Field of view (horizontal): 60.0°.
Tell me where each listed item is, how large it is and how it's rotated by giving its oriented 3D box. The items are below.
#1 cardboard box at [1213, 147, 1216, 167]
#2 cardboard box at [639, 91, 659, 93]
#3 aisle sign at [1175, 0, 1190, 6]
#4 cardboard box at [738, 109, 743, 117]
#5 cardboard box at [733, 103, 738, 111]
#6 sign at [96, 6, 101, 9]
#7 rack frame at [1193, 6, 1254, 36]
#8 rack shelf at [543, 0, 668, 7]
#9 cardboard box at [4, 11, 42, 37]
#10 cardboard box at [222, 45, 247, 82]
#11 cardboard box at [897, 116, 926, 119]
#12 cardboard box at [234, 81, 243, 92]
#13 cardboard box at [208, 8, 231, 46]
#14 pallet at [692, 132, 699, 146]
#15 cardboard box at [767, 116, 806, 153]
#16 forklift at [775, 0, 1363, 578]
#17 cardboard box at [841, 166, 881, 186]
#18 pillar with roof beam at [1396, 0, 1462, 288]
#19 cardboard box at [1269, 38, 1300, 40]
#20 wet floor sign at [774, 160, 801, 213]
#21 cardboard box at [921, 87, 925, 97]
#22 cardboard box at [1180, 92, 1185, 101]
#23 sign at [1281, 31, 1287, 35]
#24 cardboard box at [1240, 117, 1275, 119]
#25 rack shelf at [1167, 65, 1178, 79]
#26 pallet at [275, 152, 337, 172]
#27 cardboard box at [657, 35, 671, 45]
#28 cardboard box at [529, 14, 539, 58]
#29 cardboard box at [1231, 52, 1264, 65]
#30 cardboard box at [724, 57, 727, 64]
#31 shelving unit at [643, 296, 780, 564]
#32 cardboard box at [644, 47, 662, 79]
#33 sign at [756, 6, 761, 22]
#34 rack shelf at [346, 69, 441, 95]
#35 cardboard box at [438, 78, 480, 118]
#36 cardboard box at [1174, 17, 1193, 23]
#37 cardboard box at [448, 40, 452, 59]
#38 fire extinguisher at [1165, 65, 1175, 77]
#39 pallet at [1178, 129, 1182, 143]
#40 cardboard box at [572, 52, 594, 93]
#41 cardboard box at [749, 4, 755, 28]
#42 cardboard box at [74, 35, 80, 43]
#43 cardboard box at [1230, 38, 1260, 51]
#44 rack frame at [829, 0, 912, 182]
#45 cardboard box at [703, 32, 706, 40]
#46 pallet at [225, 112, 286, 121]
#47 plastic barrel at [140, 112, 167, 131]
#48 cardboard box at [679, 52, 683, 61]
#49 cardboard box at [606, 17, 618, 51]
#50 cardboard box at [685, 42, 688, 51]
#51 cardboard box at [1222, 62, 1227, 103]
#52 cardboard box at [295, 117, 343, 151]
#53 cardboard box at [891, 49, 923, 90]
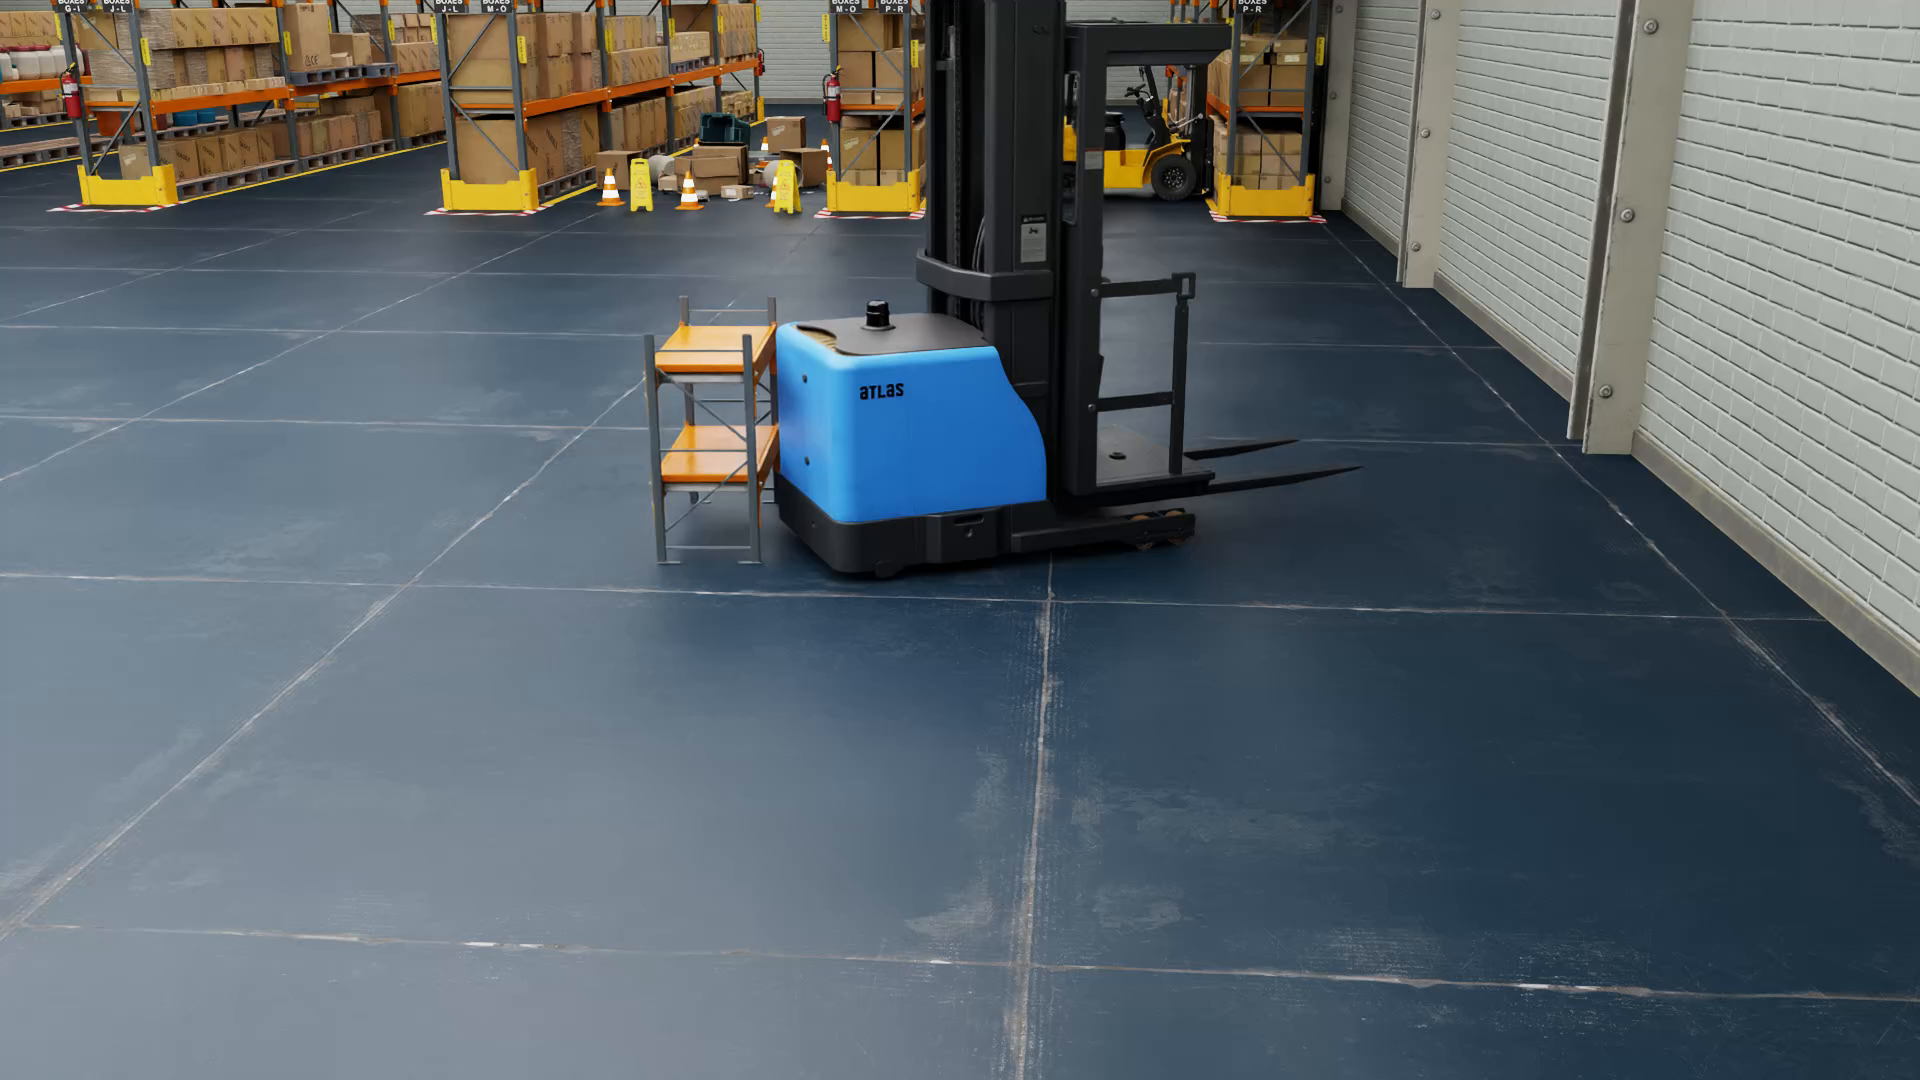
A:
[{"bbox_3d":[3.625,-5.141,22.233,0.500,0.250,0.500,1,18,3],"label":"cardboard box"},{"bbox_3d":[-5.670,-7.952,30.011,0.500,0.250,0.500,2,18,5],"label":"cardboard box"},{"bbox_3d":[4.698,-11.768,35.345,0.394,0.787,0.004,1,18,4],"label":"aisle sign"},{"bbox_3d":[-4.762,-8.966,34.873,0.380,0.149,0.250,2,18,5],"label":"cardboard box"},{"bbox_3d":[-4.795,-8.946,34.333,0.380,0.149,0.250,1,18,3],"label":"cardboard box"},{"bbox_3d":[-19.178,-11.740,37.067,0.100,0.325,0.005,1,18,4],"label":"sign"},{"bbox_3d":[4.412,-8.020,28.082,1.000,3.000,0.127,1,18,4],"label":"rack frame"},{"bbox_3d":[-5.627,-8.671,26.408,1.077,0.370,4.000,1,18,4],"label":"rack shelf"},{"bbox_3d":[-19.629,-10.798,34.794,0.500,0.500,0.500,1,18,2],"label":"cardboard box"},{"bbox_3d":[-10.810,-6.847,23.864,0.875,0.500,0.500,1,18,4],"label":"cardboard box"},{"bbox_3d":[-0.635,-5.789,23.810,0.500,0.500,0.500,2,18,5],"label":"cardboard box"},{"bbox_3d":[-10.571,-6.529,23.935,0.380,0.149,0.250,1,18,4],"label":"cardboard box"},{"bbox_3d":[-10.578,-7.161,23.216,0.500,0.500,0.500,1,18,4],"label":"cardboard box"},{"bbox_3d":[-5.336,-7.504,30.986,1.003,0.211,1.213,1,18,4],"label":"pallet"},{"bbox_3d":[-2.603,-6.090,24.990,0.500,0.500,0.500,1,18,4],"label":"cardboard box"},{"bbox_3d":[0.637,-1.492,8.271,3.031,2.935,1.130,-7,20,-21],"label":"forklift"},{"bbox_3d":[-1.321,-4.803,22.004,0.500,0.250,0.500,1,18,4],"label":"cardboard box"},{"bbox_3d":[0.064,-6.815,14.770,9.100,9.000,0.400,1,18,4],"label":"pillar with roof beam"},{"bbox_3d":[4.166,-6.372,21.371,0.380,0.149,0.250,1,18,4],"label":"cardboard box"},{"bbox_3d":[-2.193,-4.491,21.094,0.267,0.644,0.232,8,20,23],"label":"wet floor sign"},{"bbox_3d":[-0.645,-6.186,22.889,0.380,0.149,0.250,1,18,4],"label":"cardboard box"},{"bbox_3d":[4.408,-8.477,31.775,0.380,0.149,0.250,2,18,7],"label":"cardboard box"},{"bbox_3d":[4.679,-7.215,24.107,0.100,0.325,0.005,1,18,4],"label":"sign"},{"bbox_3d":[4.283,-5.989,24.018,0.500,0.250,0.500,2,18,5],"label":"cardboard box"},{"bbox_3d":[4.843,-9.542,33.881,1.077,0.370,4.000,1,18,4],"label":"rack shelf"},{"bbox_3d":[-10.656,-6.025,26.473,1.003,0.211,1.213,1,18,4],"label":"pallet"},{"bbox_3d":[-5.257,-8.712,28.968,0.380,0.149,0.250,1,18,4],"label":"cardboard box"},{"bbox_3d":[-6.044,-6.596,21.761,0.875,0.550,0.550,1,18,4],"label":"cardboard box"},{"bbox_3d":[3.584,-6.005,20.731,0.380,0.149,0.250,2,18,5],"label":"cardboard box"},{"bbox_3d":[-4.913,-9.663,33.498,0.380,0.149,0.250,0,18,1],"label":"cardboard box"},{"bbox_3d":[-1.218,-0.580,8.387,0.538,1.125,1.048,0,18,0],"label":"shelving unit"},{"bbox_3d":[-5.285,-7.956,27.725,0.500,0.500,0.500,1,18,4],"label":"cardboard box"},{"bbox_3d":[-4.358,-11.375,35.955,0.100,0.325,0.005,1,18,4],"label":"sign"},{"bbox_3d":[-10.280,-8.630,31.100,1.077,0.370,4.000,1,18,4],"label":"rack shelf"},{"bbox_3d":[-10.162,-8.584,32.541,1.225,0.875,0.875,1,18,4],"label":"cardboard box"},{"bbox_3d":[4.578,-10.331,33.692,0.500,0.500,0.500,2,18,5],"label":"cardboard box"},{"bbox_3d":[-9.940,-9.336,31.937,0.500,0.500,0.500,2,18,6],"label":"cardboard box"},{"bbox_3d":[4.535,-10.347,35.906,0.296,0.674,0.183,1,18,4],"label":"fire extinguisher"},{"bbox_3d":[4.679,-7.684,31.534,1.003,0.211,1.213,1,18,4],"label":"pallet"},{"bbox_3d":[-5.801,-6.752,23.970,0.875,0.550,0.550,1,18,4],"label":"cardboard box"},{"bbox_3d":[-4.694,-11.210,35.573,0.500,0.500,0.500,1,18,3],"label":"cardboard box"},{"bbox_3d":[-19.525,-10.799,36.403,0.500,0.500,0.500,1,18,4],"label":"cardboard box"},{"bbox_3d":[3.633,-6.308,21.176,0.380,0.149,0.250,2,18,5],"label":"cardboard box"},{"bbox_3d":[-1.112,-5.645,20.834,1.000,3.000,0.127,1,18,4],"label":"rack frame"},{"bbox_3d":[-5.049,-9.602,31.682,0.380,0.149,0.250,1,18,2],"label":"cardboard box"},{"bbox_3d":[-14.978,-8.988,35.514,1.003,0.211,1.213,1,18,4],"label":"pallet"},{"bbox_3d":[-15.264,-8.018,31.275,0.600,0.588,0.708,1,18,4],"label":"plastic barrel"},{"bbox_3d":[-5.194,-8.675,29.808,0.380,0.149,0.250,2,18,6],"label":"cardboard box"},{"bbox_3d":[-5.705,-7.803,25.654,0.700,0.500,0.500,1,18,3],"label":"cardboard box"},{"bbox_3d":[-5.157,-8.976,30.251,0.380,0.149,0.250,1,18,3],"label":"cardboard box"},{"bbox_3d":[3.659,-5.903,21.459,0.500,0.500,0.500,2,18,6],"label":"cardboard box"},{"bbox_3d":[-10.552,-6.642,27.183,0.700,0.500,0.500,0,18,-1],"label":"cardboard box"},{"bbox_3d":[-0.768,-6.136,21.694,0.500,0.500,0.500,2,18,6],"label":"cardboard box"}]
